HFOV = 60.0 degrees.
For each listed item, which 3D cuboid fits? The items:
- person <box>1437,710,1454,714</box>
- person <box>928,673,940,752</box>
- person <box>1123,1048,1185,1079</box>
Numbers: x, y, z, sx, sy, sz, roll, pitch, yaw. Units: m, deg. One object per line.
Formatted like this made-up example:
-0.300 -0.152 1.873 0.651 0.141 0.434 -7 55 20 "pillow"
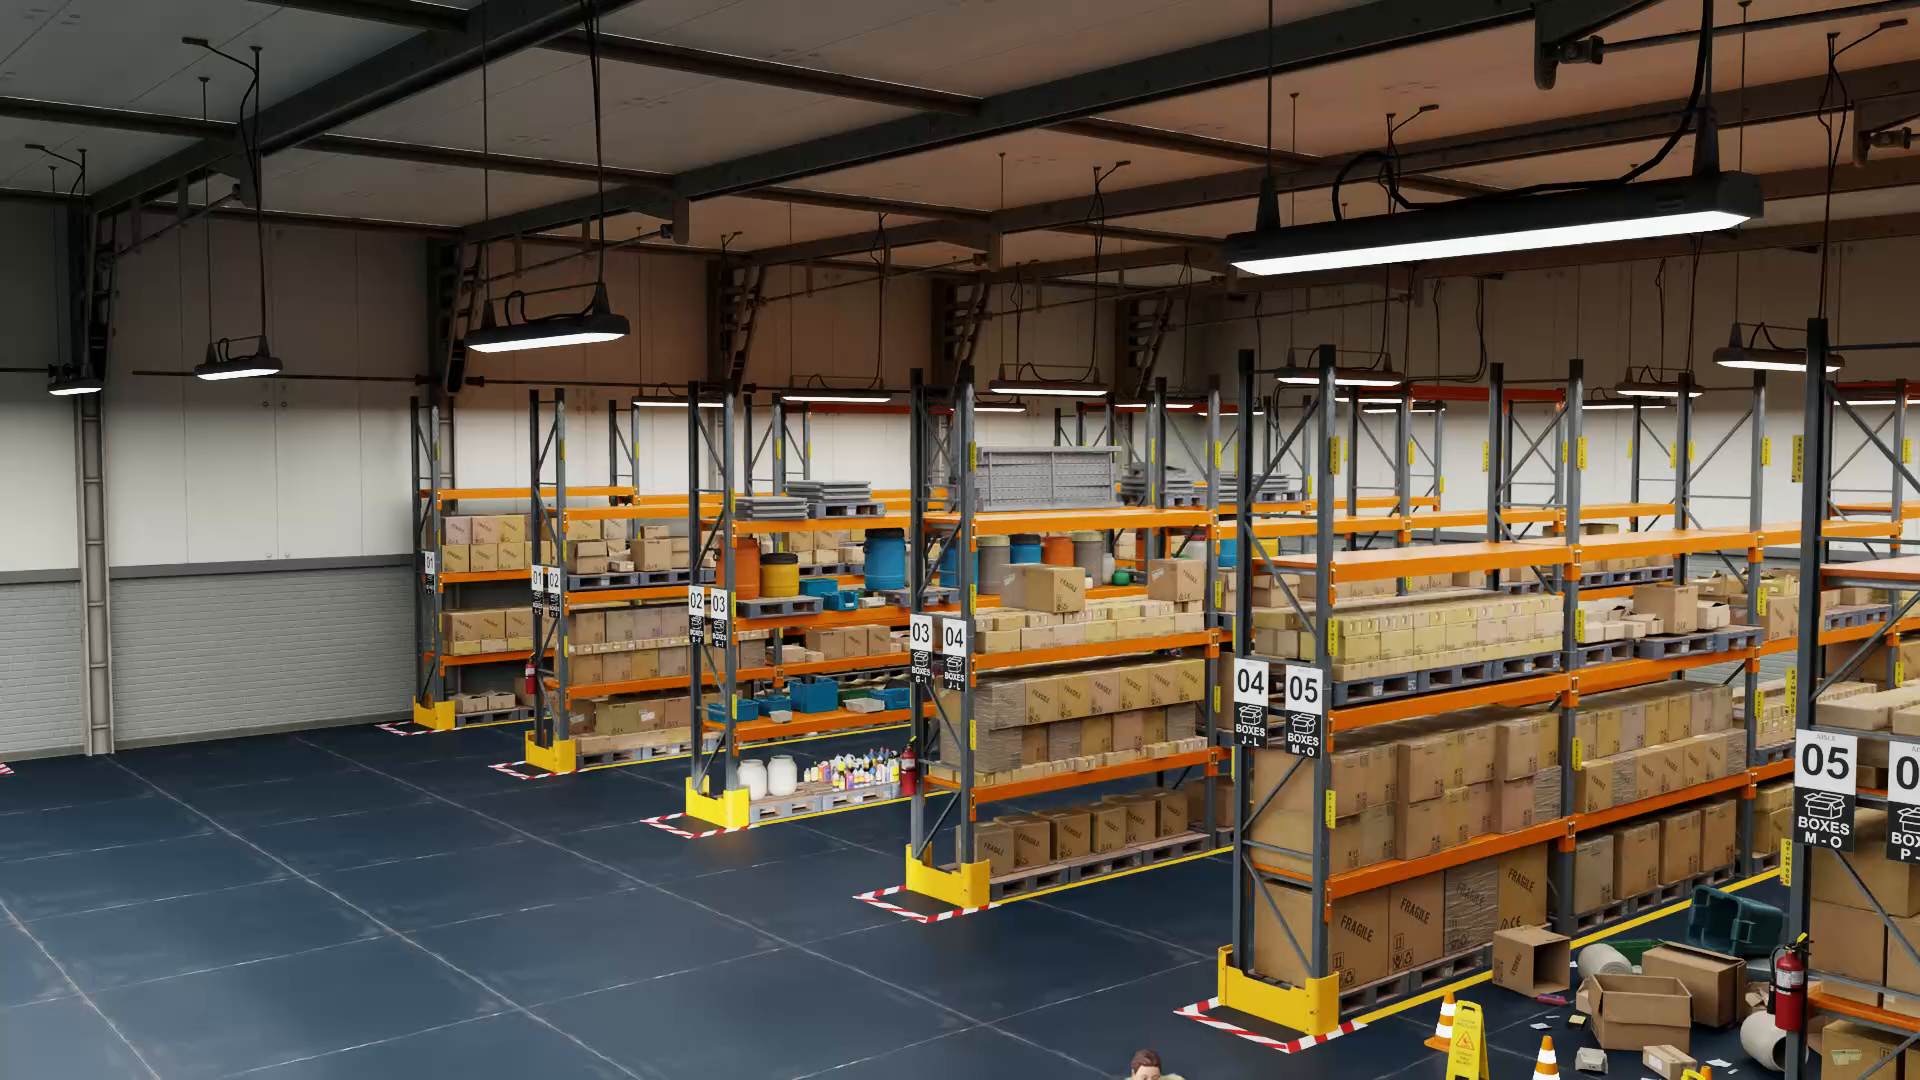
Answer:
6.677 3.014 22.494 0.707 1.736 0.614 -2 4 -32 "person"
-0.546 2.730 27.470 0.561 1.608 0.799 3 4 38 "person"
1.106 3.784 10.149 0.613 1.624 0.995 0 3 -4 "person"
